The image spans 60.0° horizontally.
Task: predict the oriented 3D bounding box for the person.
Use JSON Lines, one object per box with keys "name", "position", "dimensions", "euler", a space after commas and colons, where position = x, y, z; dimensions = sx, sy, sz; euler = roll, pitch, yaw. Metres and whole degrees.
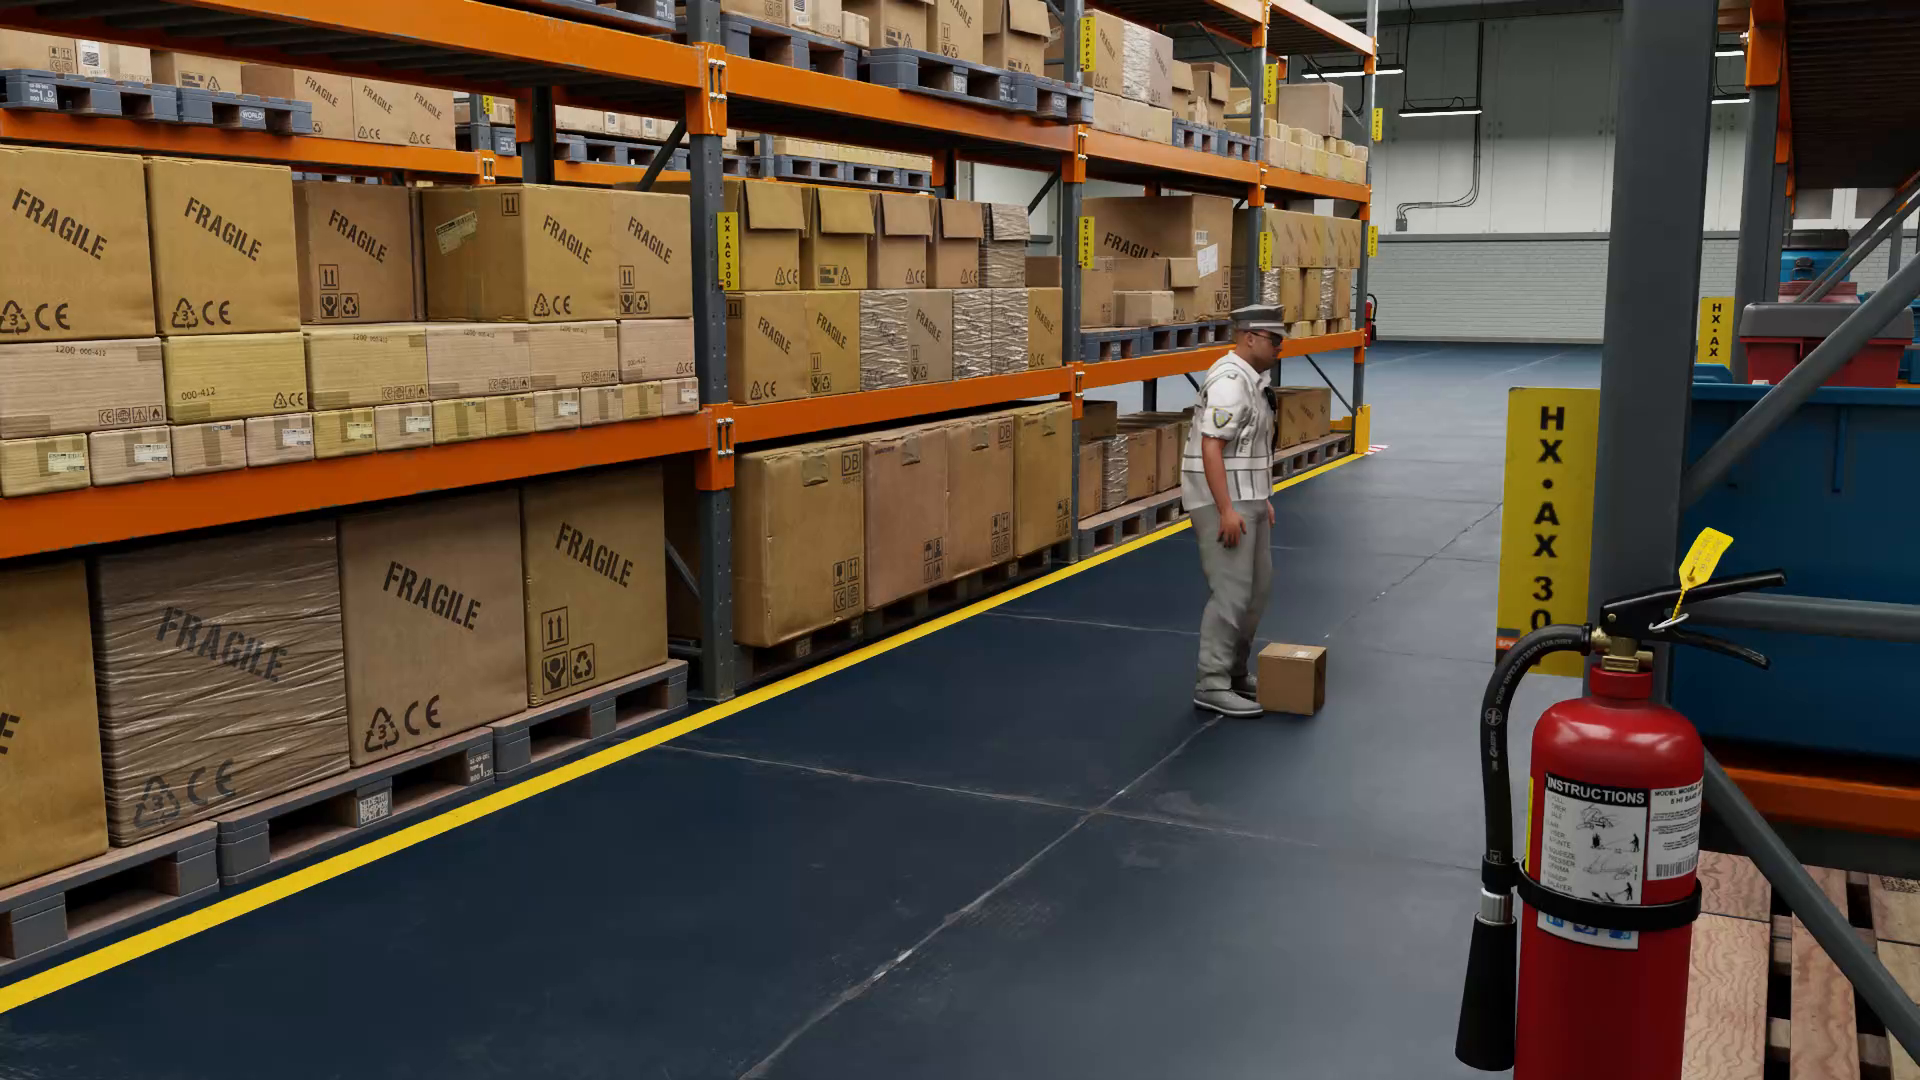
{"name": "person", "position": [1.203, -0.149, 7.285], "dimensions": [0.436, 1.746, 0.586], "euler": [5, 10, 26]}
